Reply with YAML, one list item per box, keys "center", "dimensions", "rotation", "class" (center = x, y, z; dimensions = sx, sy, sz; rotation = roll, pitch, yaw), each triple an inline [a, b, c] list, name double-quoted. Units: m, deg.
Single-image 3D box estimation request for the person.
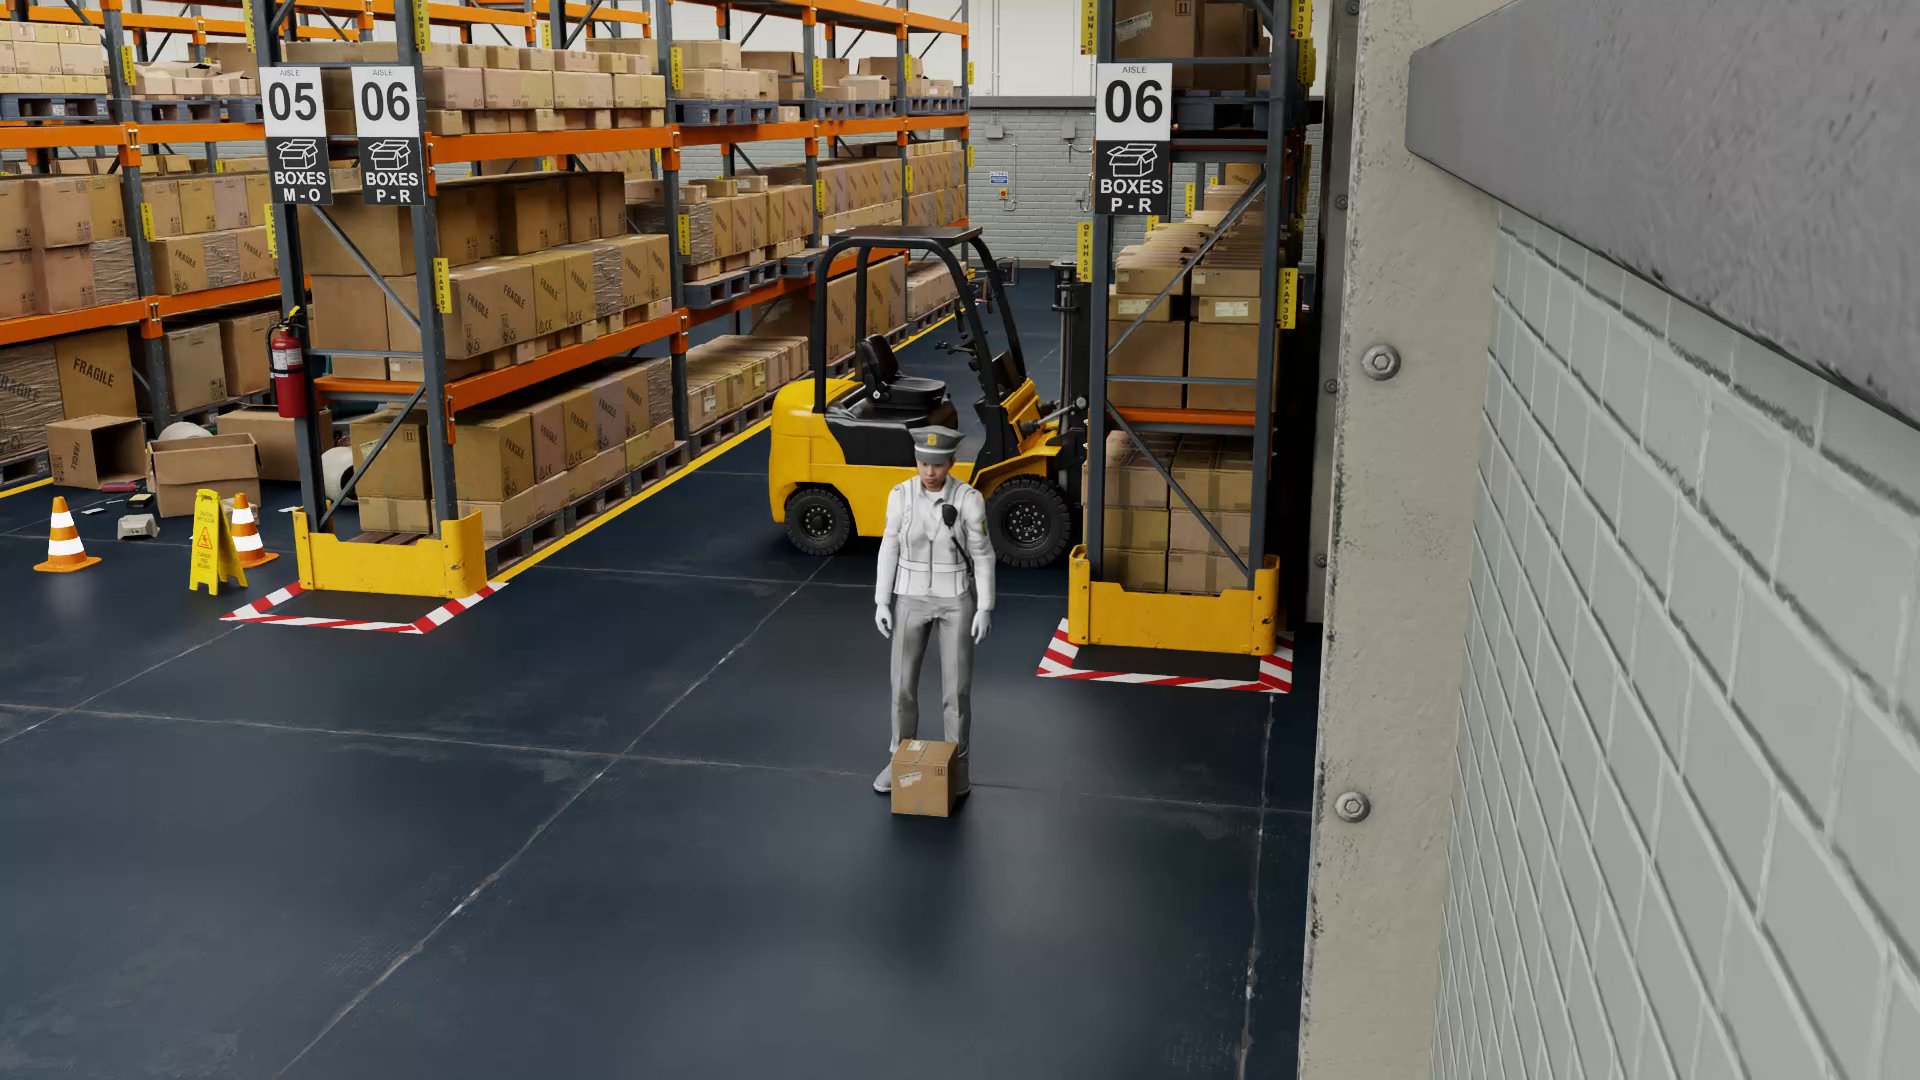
- center: [-0.112, 0.303, 7.356]
  dimensions: [0.536, 1.663, 0.378]
  rotation: [3, 15, 10]
  class: "person"
